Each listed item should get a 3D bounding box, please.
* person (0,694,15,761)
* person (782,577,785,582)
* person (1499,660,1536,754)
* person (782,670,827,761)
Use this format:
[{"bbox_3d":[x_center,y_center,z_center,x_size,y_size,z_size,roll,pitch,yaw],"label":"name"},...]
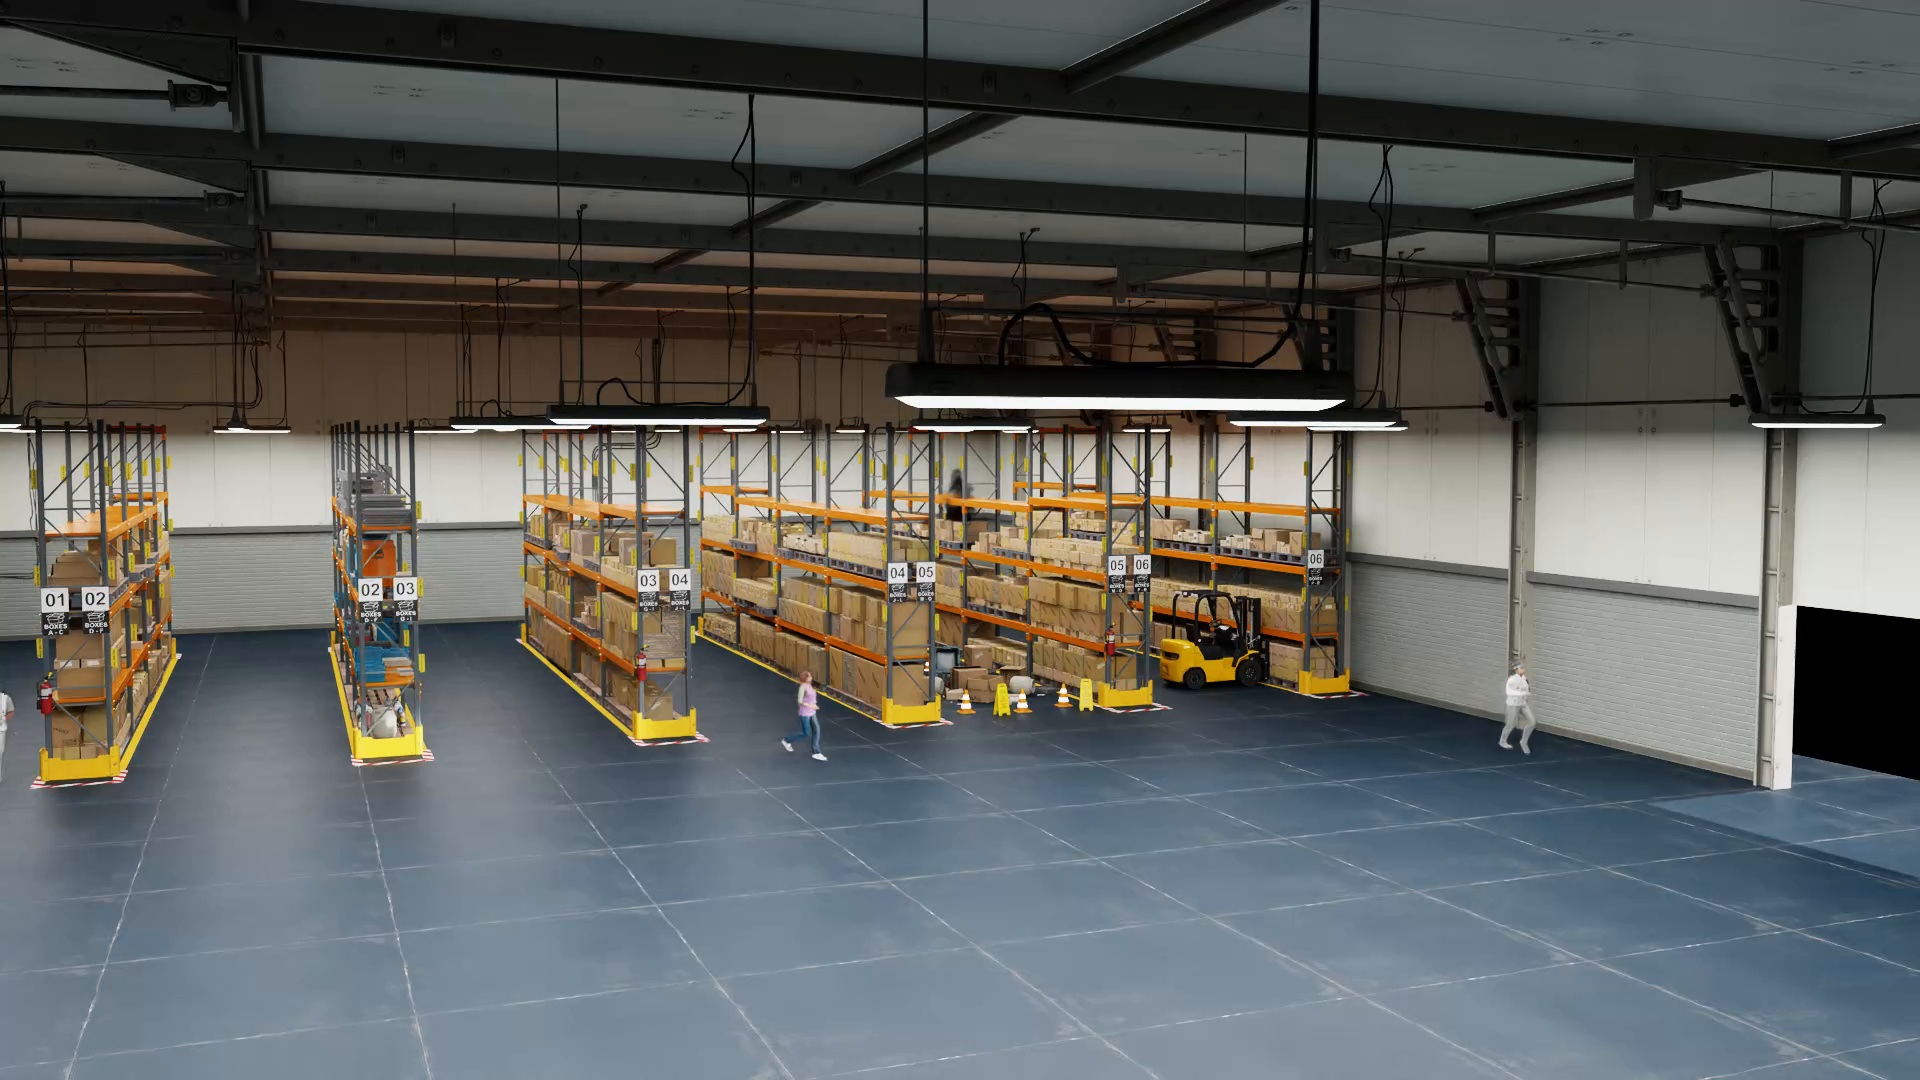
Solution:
[{"bbox_3d":[-15.864,3.132,27.269,0.662,1.729,0.627,-3,5,-39],"label":"person"},{"bbox_3d":[-4.983,1.899,47.852,0.639,1.664,0.757,-2,4,-29],"label":"person"},{"bbox_3d":[10.039,3.011,30.045,0.594,1.714,0.752,-2,4,-27],"label":"person"},{"bbox_3d":[-2.746,3.100,29.442,0.834,1.594,0.551,1,4,17],"label":"person"}]
